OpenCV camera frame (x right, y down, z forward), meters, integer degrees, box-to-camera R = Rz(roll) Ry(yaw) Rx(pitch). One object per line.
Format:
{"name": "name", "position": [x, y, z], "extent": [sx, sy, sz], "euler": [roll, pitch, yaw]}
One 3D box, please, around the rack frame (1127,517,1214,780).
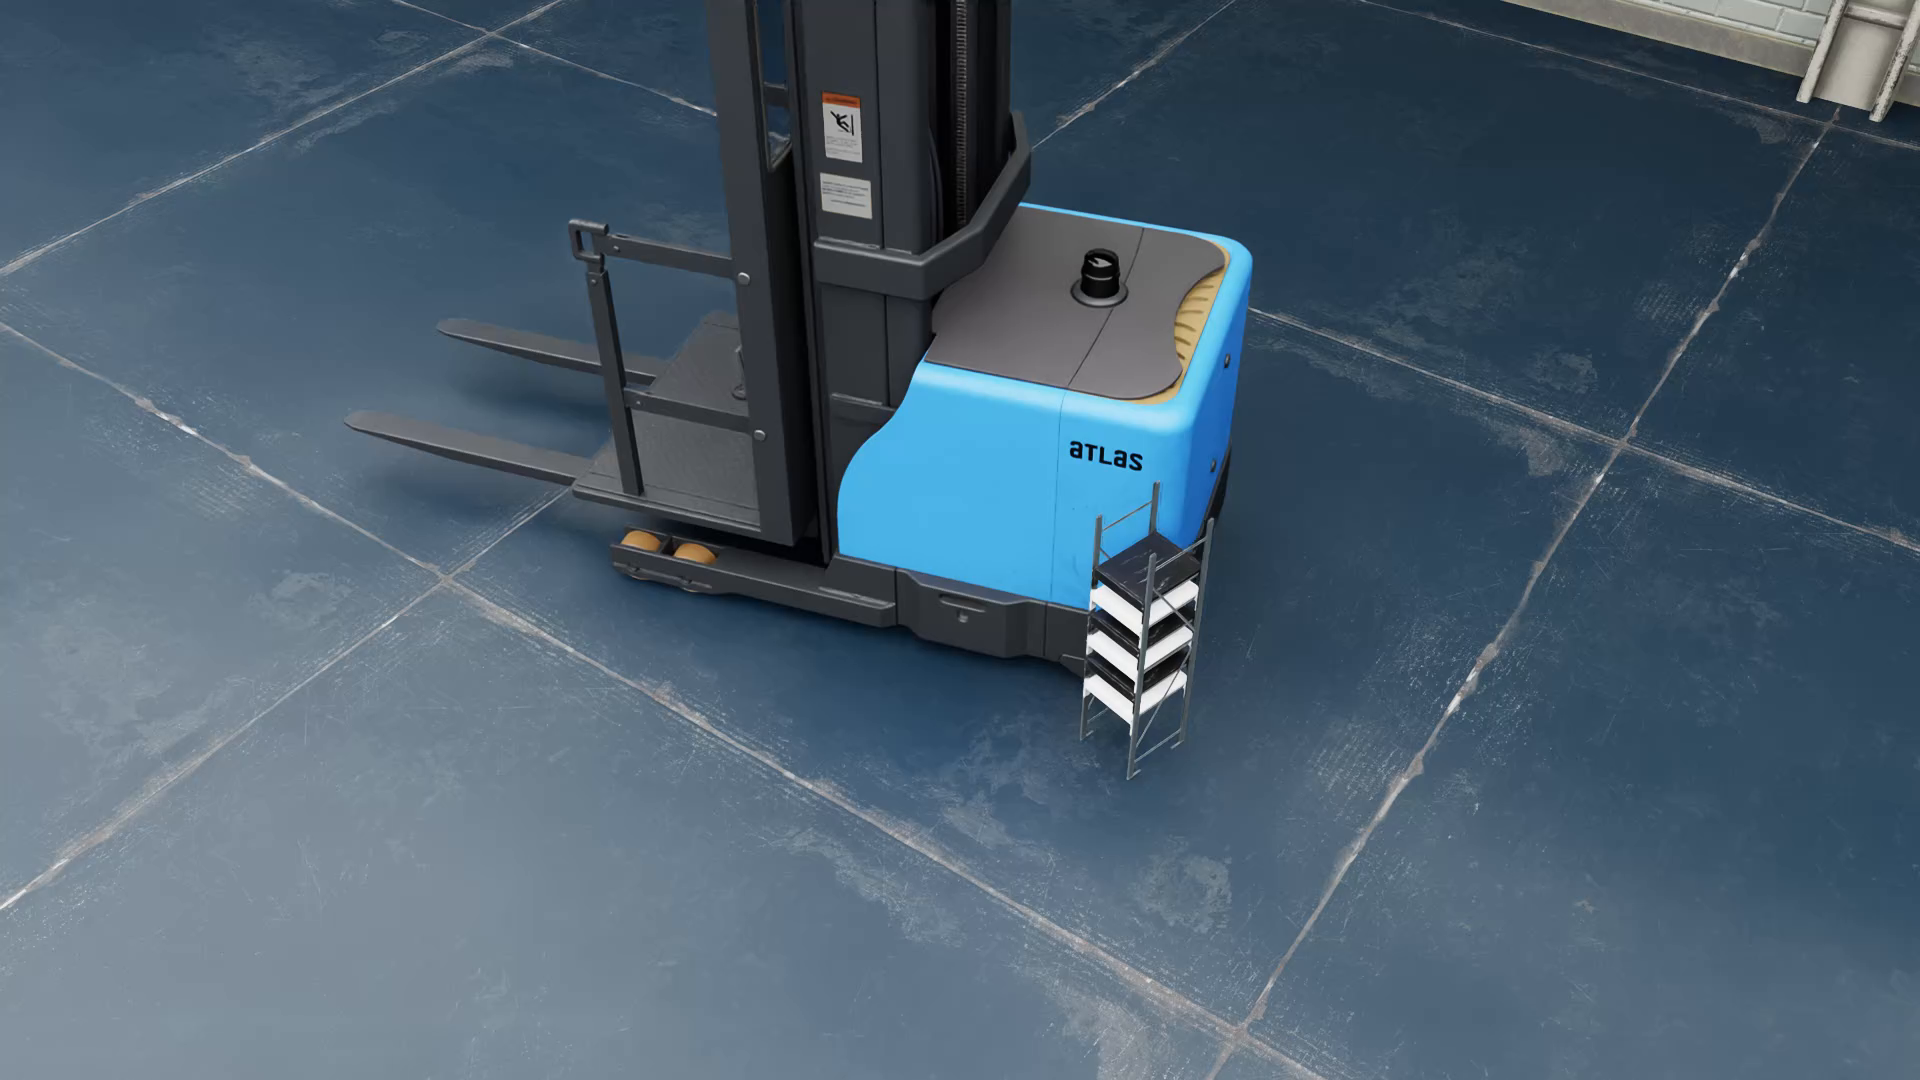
{"name": "rack frame", "position": [0.590, 0.327, 4.710], "extent": [0.240, 0.900, 0.006], "euler": [-29, 50, -29]}

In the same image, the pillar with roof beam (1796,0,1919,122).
{"name": "pillar with roof beam", "position": [1.881, -3.171, 2.546], "extent": [0.400, 9.000, 9.100], "euler": [25, 48, 25]}

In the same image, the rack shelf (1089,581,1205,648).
{"name": "rack shelf", "position": [0.524, 0.166, 4.670], "extent": [0.258, 0.077, 0.200], "euler": [-29, 50, -29]}

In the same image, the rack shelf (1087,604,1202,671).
{"name": "rack shelf", "position": [0.524, 0.233, 4.730], "extent": [0.258, 0.077, 0.200], "euler": [-29, 50, -29]}

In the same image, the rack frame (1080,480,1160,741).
{"name": "rack frame", "position": [0.458, 0.223, 4.825], "extent": [0.240, 0.900, 0.006], "euler": [-29, 50, -29]}

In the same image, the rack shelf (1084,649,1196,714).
{"name": "rack shelf", "position": [0.524, 0.367, 4.850], "extent": [0.258, 0.077, 0.200], "euler": [-29, 50, -29]}

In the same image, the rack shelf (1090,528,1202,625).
{"name": "rack shelf", "position": [0.524, 0.099, 4.610], "extent": [0.258, 0.077, 0.200], "euler": [-29, 50, -29]}

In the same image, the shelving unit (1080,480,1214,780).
{"name": "shelving unit", "position": [0.524, 0.275, 4.768], "extent": [0.258, 0.900, 0.210], "euler": [-29, 50, -29]}

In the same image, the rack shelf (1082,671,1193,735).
{"name": "rack shelf", "position": [0.524, 0.434, 4.910], "extent": [0.258, 0.077, 0.200], "euler": [-29, 50, -29]}

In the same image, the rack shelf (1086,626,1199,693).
{"name": "rack shelf", "position": [0.524, 0.300, 4.790], "extent": [0.258, 0.077, 0.200], "euler": [-29, 50, -29]}

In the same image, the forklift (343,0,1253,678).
{"name": "forklift", "position": [-0.647, -1.237, 4.934], "extent": [3.031, 2.935, 1.130], "euler": [13, 43, 14]}
